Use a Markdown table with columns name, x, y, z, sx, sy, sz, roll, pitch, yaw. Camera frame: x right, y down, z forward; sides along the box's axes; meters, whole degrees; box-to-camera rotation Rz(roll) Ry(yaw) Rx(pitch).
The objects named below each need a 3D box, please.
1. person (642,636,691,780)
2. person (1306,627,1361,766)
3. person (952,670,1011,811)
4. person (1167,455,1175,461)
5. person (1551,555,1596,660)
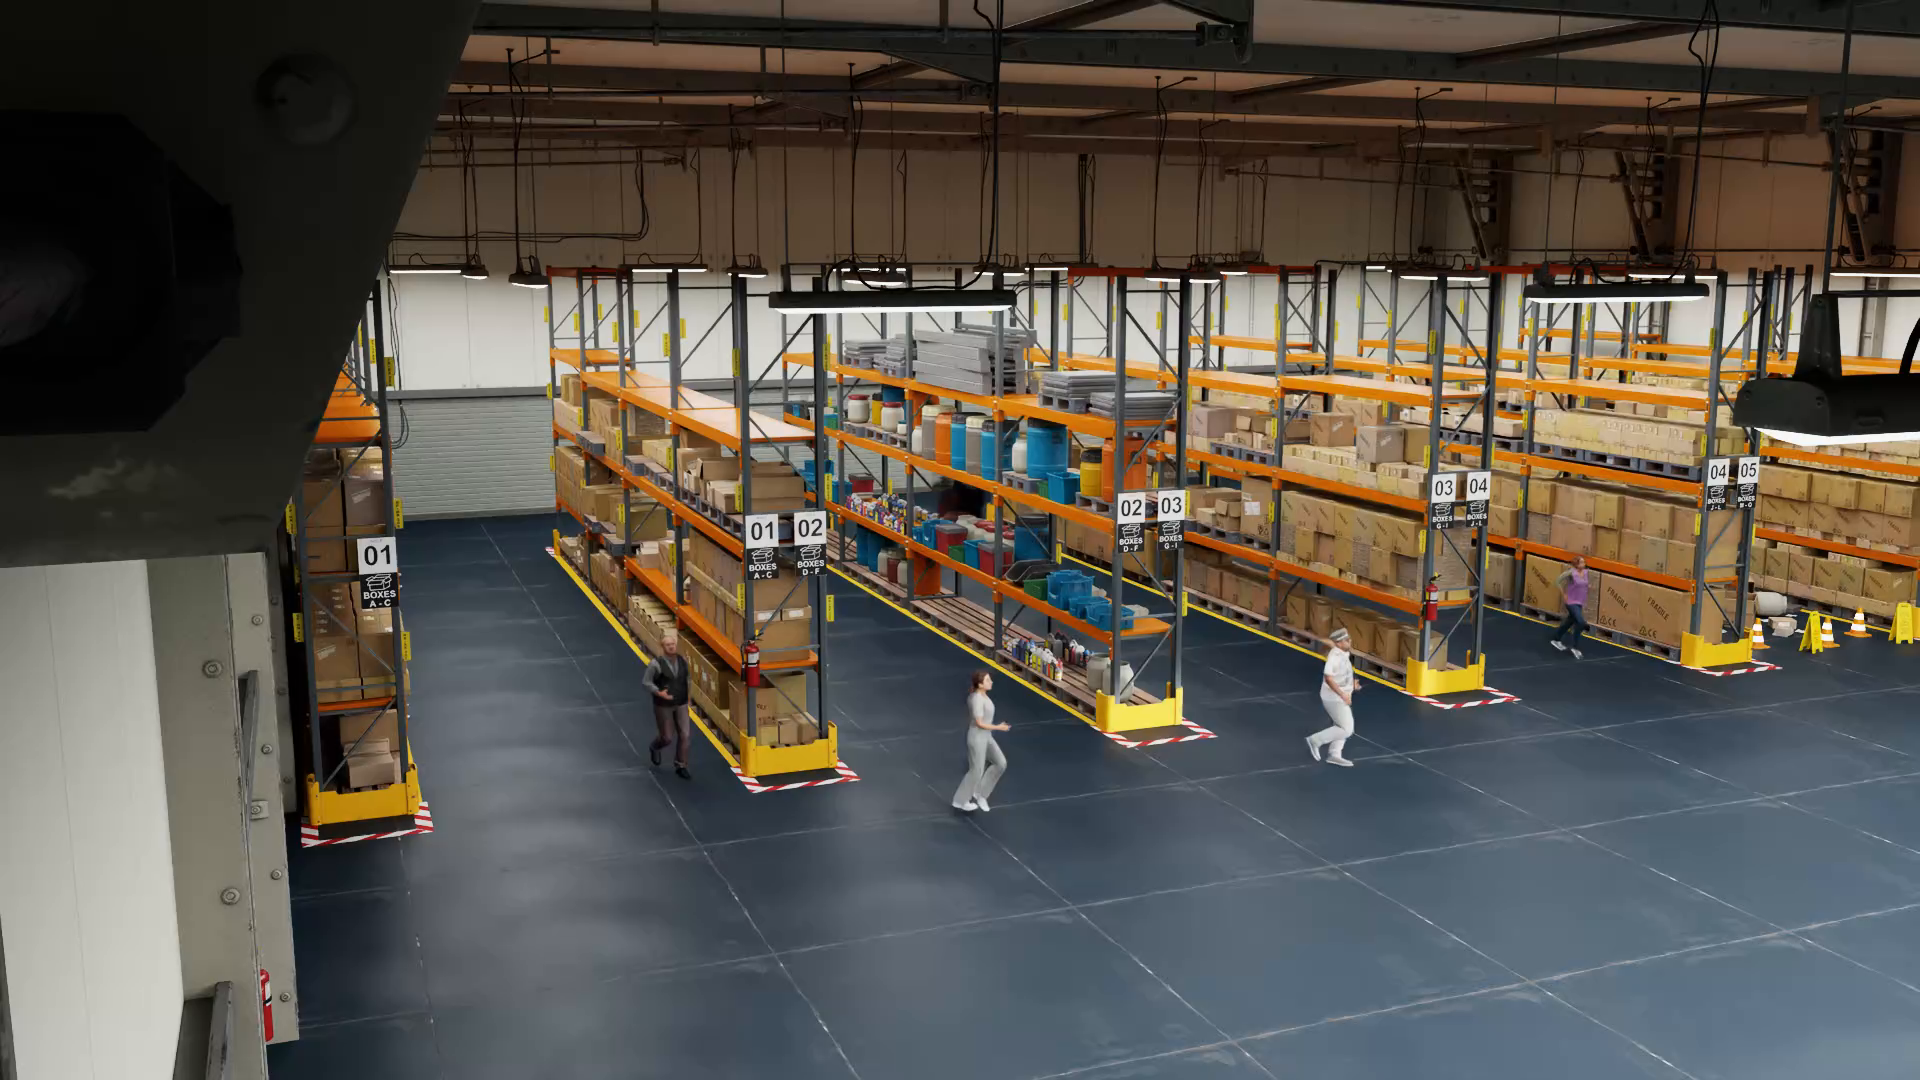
| name | x | y | z | sx | sy | sz | roll | pitch | yaw |
| --- | --- | --- | --- | --- | --- | --- | --- | --- | --- |
| person | -3.533 | 2.017 | 20.224 | 0.668 | 1.723 | 0.764 | -6 | 12 | -33 |
| person | 4.639 | 1.932 | 20.595 | 0.652 | 1.760 | 0.655 | 2 | 10 | 11 |
| person | 0.255 | 2.285 | 18.823 | 0.683 | 1.690 | 0.589 | 2 | 10 | 12 |
| person | 4.804 | -1.133 | 38.189 | 0.575 | 1.705 | 0.827 | -2 | 10 | -13 |
| person | 9.667 | 1.034 | 26.172 | 0.509 | 1.650 | 0.721 | -6 | 12 | -32 |
